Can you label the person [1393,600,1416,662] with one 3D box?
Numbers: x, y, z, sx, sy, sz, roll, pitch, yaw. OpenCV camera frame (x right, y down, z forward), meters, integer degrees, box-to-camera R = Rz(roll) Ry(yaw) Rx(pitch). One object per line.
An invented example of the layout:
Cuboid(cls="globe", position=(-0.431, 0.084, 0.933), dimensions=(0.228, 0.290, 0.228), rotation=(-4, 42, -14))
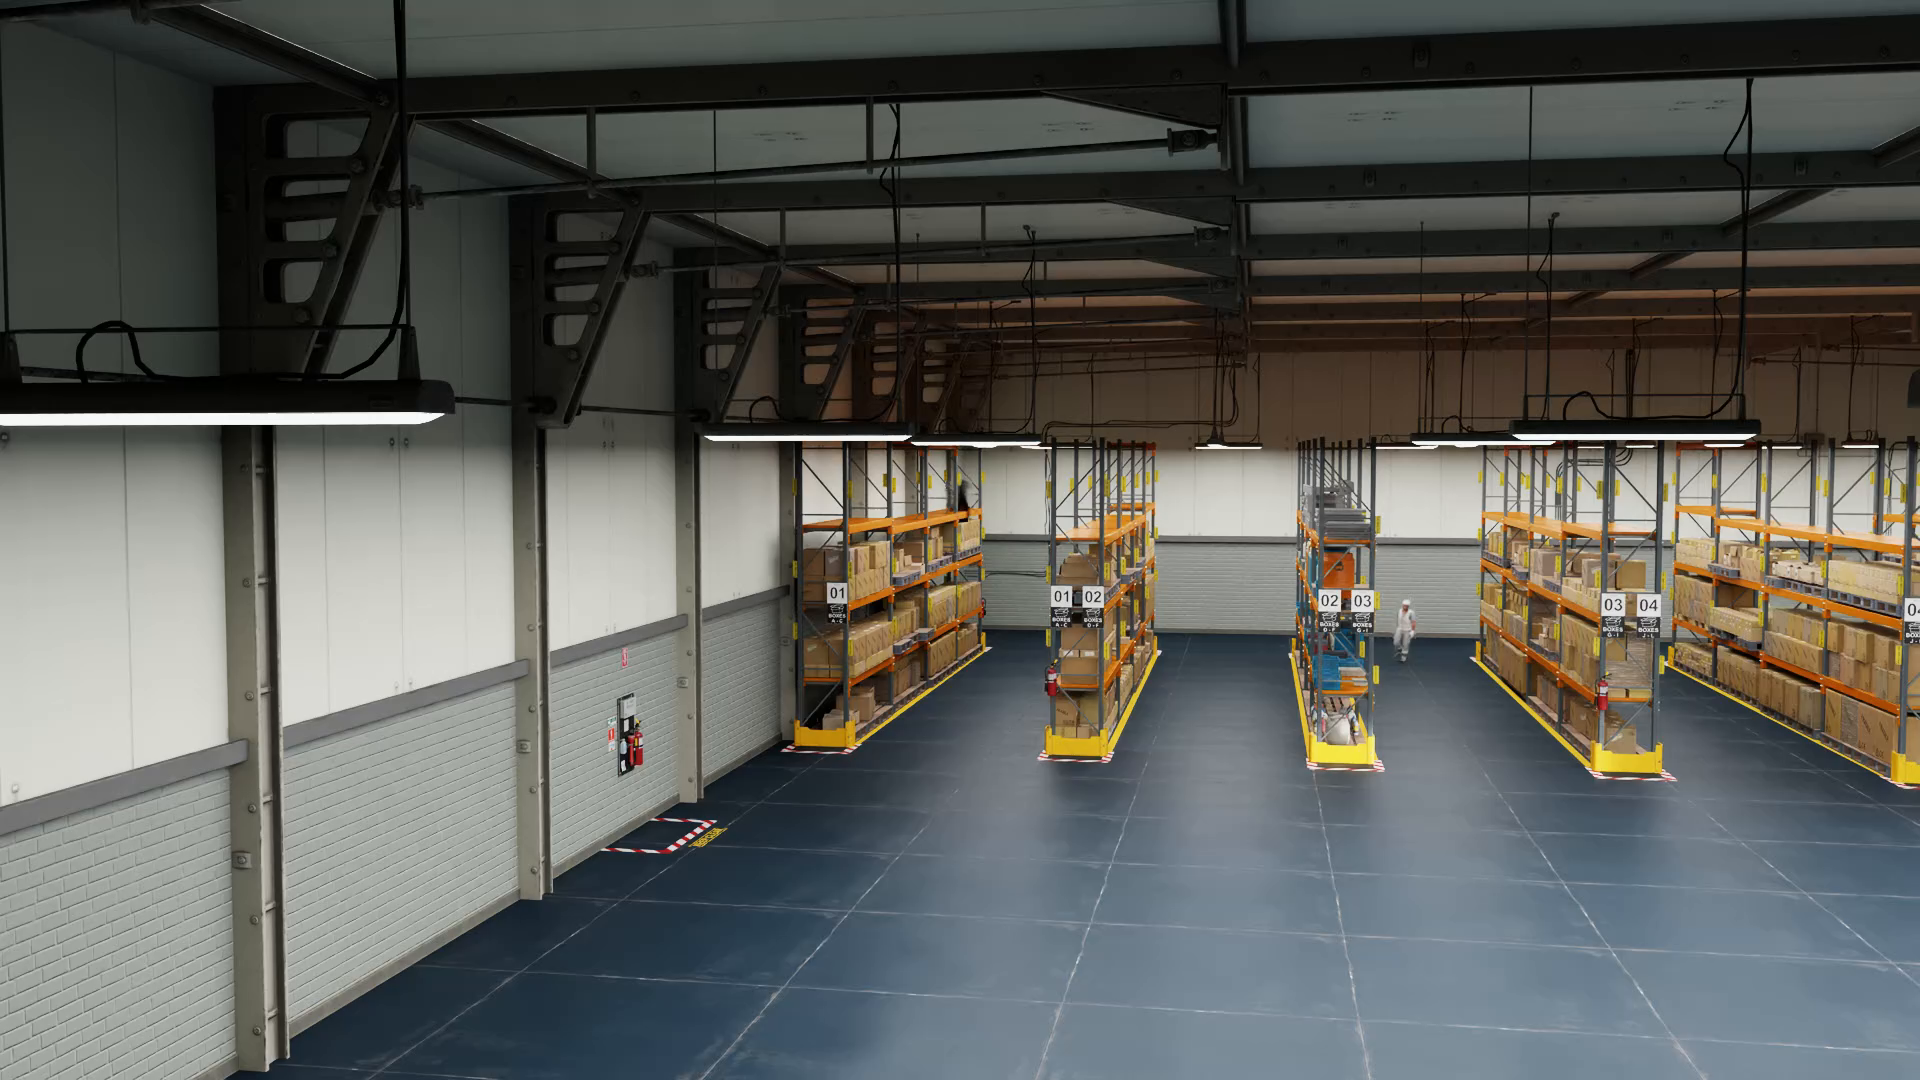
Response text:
Cuboid(cls="person", position=(12.071, 2.471, 45.205), dimensions=(0.669, 1.740, 0.607), rotation=(2, 4, 32))
